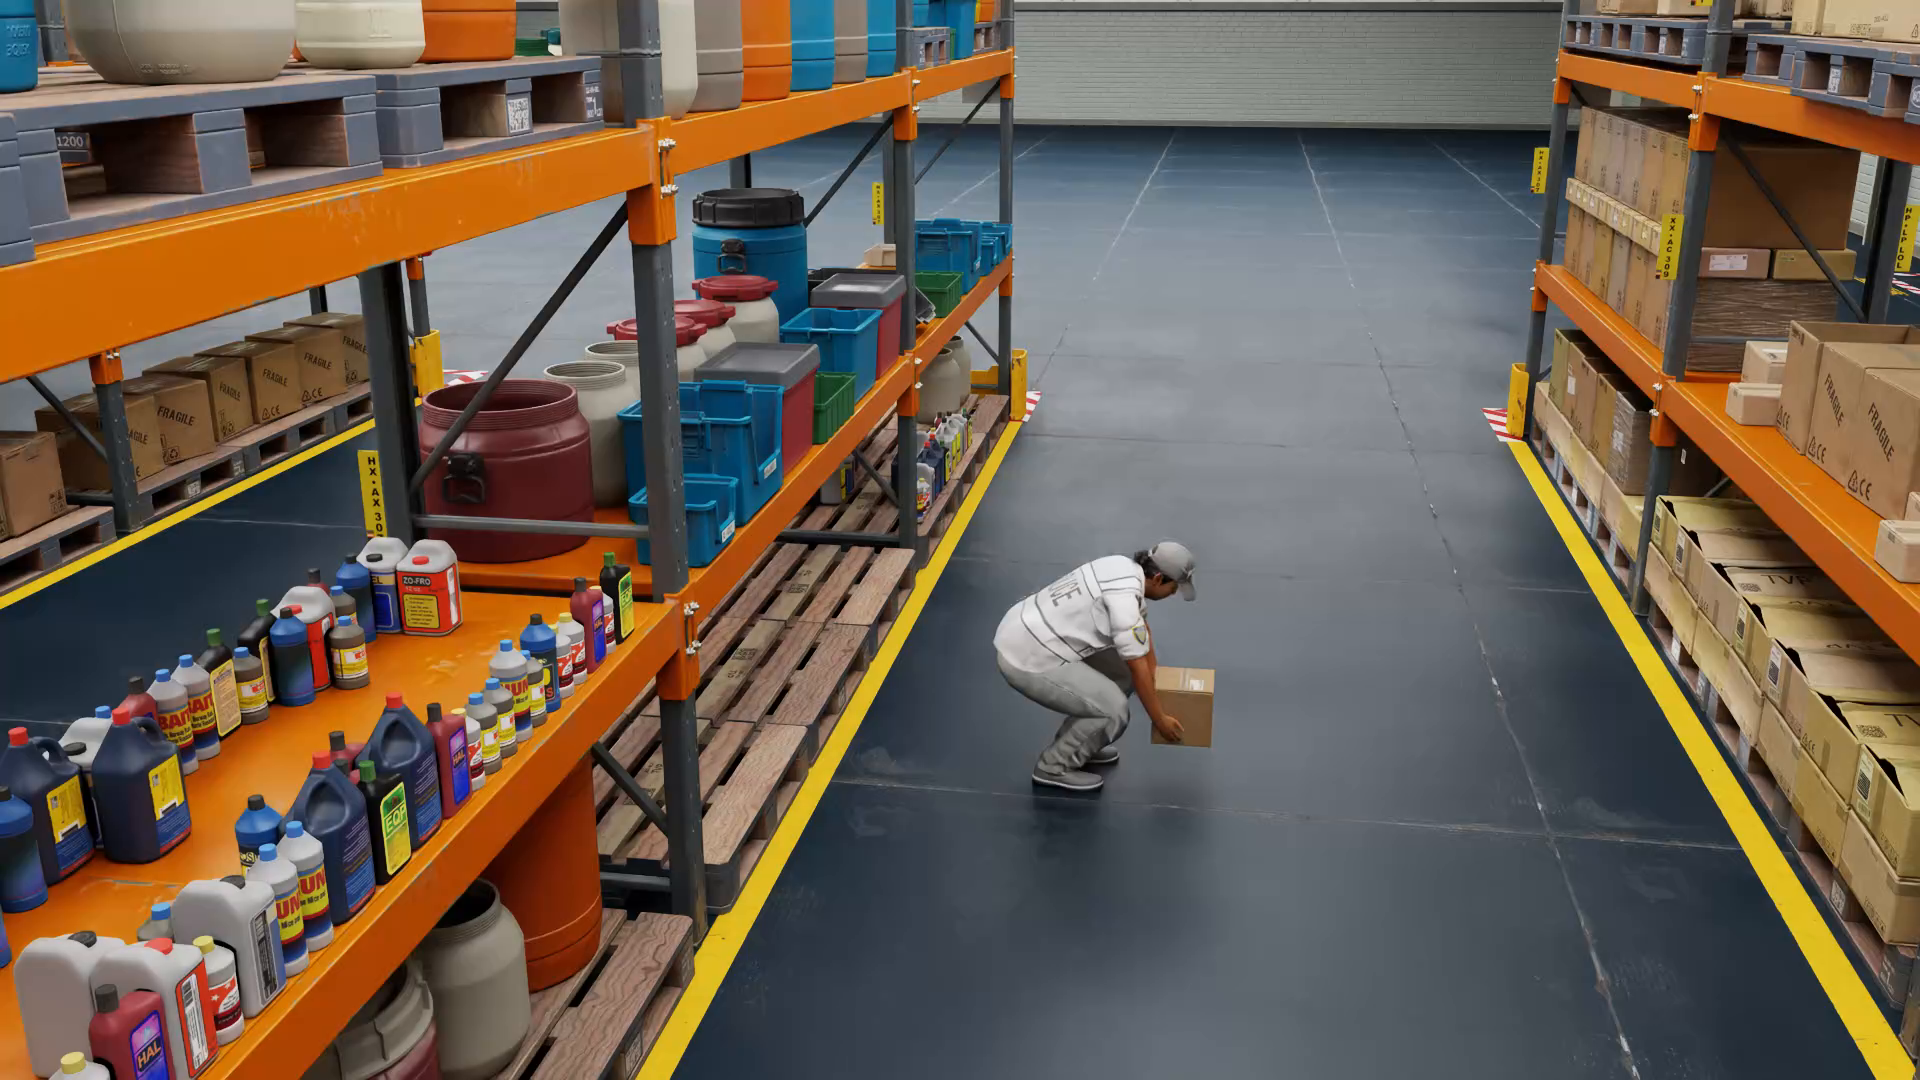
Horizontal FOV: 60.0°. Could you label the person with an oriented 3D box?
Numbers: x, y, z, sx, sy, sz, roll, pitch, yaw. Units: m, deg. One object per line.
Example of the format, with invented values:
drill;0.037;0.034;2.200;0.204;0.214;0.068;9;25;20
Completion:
person;0.566;0.501;7.031;0.834;1.041;0.532;3;18;9
